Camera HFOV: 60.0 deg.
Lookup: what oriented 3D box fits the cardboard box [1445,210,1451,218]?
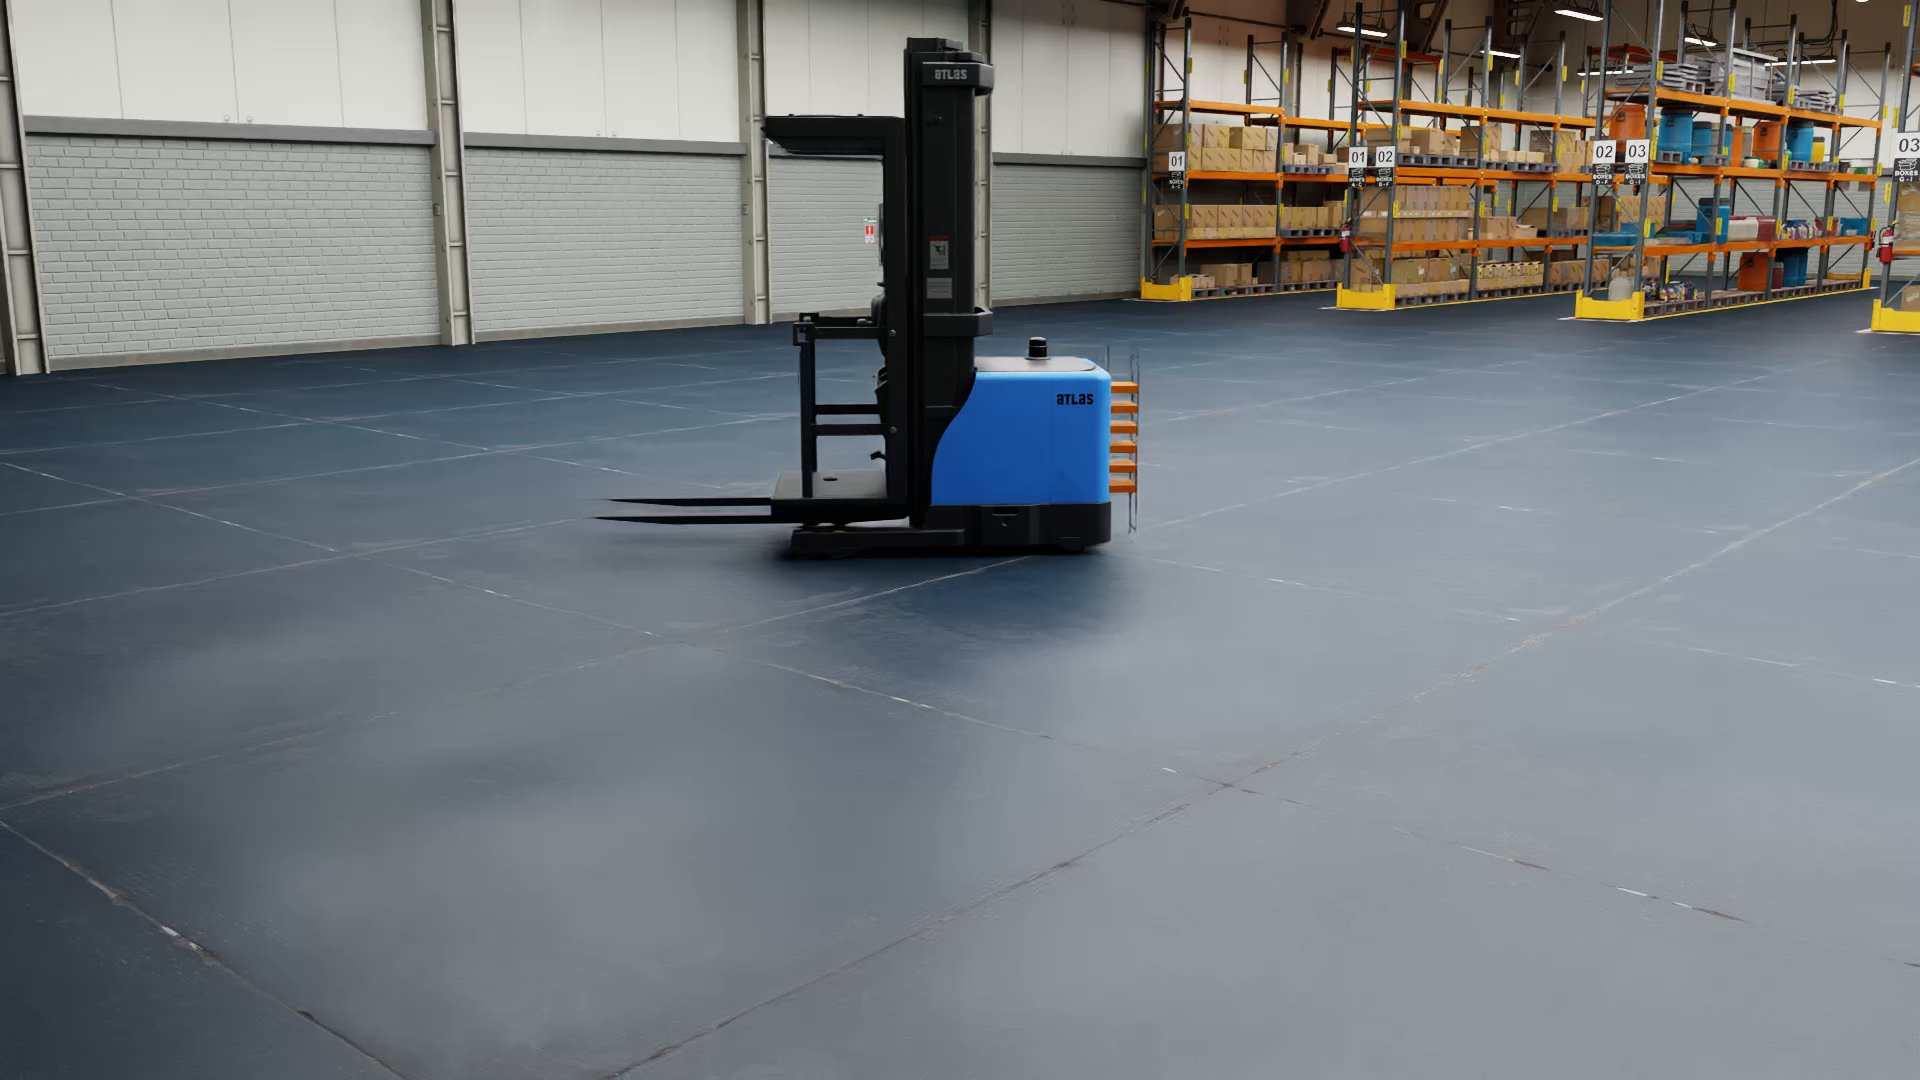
[{"bbox_3d":[10.221,-6.941,35.392,0.380,0.149,0.250,10,15,40],"label":"cardboard box"}]

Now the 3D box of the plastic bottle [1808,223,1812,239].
[{"bbox_3d":[19.550,-7.125,38.353,0.144,0.351,0.185,10,15,40],"label":"plastic bottle"}]

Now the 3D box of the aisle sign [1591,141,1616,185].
[{"bbox_3d":[11.719,-6.864,30.282,0.394,0.787,0.004,10,15,40],"label":"aisle sign"}]

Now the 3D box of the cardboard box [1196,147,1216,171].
[{"bbox_3d":[5.338,-8.463,36.962,0.500,0.500,0.500,-11,16,-44],"label":"cardboard box"}]

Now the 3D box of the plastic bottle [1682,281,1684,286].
[{"bbox_3d":[14.314,-4.953,32.992,0.144,0.351,0.185,10,15,40],"label":"plastic bottle"}]

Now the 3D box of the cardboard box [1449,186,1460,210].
[{"bbox_3d":[10.291,-7.335,35.712,0.700,0.500,0.500,10,15,40],"label":"cardboard box"}]

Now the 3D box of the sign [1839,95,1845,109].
[{"bbox_3d":[20.323,-10.095,38.312,0.100,0.325,0.005,10,15,40],"label":"sign"}]

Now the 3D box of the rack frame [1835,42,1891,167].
[{"bbox_3d":[22.552,-10.857,41.596,1.000,3.000,0.127,10,15,40],"label":"rack frame"}]

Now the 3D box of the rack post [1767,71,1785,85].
[{"bbox_3d":[17.712,-10.060,36.289,0.624,0.289,0.986,10,15,40],"label":"rack post"}]

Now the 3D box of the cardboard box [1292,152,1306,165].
[{"bbox_3d":[8.016,-9.225,40.235,0.500,0.311,0.500,10,15,42],"label":"cardboard box"}]

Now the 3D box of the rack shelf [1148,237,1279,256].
[{"bbox_3d":[5.868,-6.784,38.354,1.077,0.370,4.000,10,15,40],"label":"rack shelf"}]

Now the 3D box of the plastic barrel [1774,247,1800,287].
[{"bbox_3d":[19.072,-6.322,38.490,0.600,0.901,0.708,10,15,40],"label":"plastic barrel"}]

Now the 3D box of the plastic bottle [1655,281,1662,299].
[{"bbox_3d":[13.894,-4.983,33.141,0.144,0.351,0.185,10,15,40],"label":"plastic bottle"}]

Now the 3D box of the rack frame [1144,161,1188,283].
[{"bbox_3d":[4.548,-6.842,36.810,1.000,3.000,0.127,10,15,40],"label":"rack frame"}]

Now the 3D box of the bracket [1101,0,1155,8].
[{"bbox_3d":[2.641,-11.276,34.500,0.076,0.066,4.783,10,15,40],"label":"bracket"}]

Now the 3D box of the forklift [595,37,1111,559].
[{"bbox_3d":[-0.647,-1.432,9.897,3.031,2.935,1.130,-1,11,-3],"label":"forklift"}]

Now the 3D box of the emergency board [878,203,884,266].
[{"bbox_3d":[-1.260,-5.816,31.670,0.194,1.169,0.643,10,15,40],"label":"emergency board"}]

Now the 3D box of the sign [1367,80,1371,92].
[{"bbox_3d":[10.243,-11.389,41.672,0.100,0.325,0.005,10,15,40],"label":"sign"}]

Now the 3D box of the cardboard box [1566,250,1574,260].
[{"bbox_3d":[15.031,-7.139,41.639,0.500,0.250,0.500,10,15,40],"label":"cardboard box"}]

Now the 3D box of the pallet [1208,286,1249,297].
[{"bbox_3d":[5.967,-5.780,38.609,1.003,0.211,1.213,10,15,40],"label":"pallet"}]

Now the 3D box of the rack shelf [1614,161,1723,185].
[{"bbox_3d":[13.310,-6.974,31.647,1.077,0.370,4.000,10,15,40],"label":"rack shelf"}]

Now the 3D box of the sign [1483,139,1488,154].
[{"bbox_3d":[11.330,-8.483,35.842,0.100,0.325,0.005,10,15,40],"label":"sign"}]

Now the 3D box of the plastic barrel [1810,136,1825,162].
[{"bbox_3d":[19.461,-8.936,38.080,0.600,0.588,0.600,0,11,0],"label":"plastic barrel"}]

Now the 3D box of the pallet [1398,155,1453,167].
[{"bbox_3d":[9.563,-7.911,34.728,1.003,0.211,1.213,10,15,40],"label":"pallet"}]

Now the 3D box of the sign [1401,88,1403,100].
[{"bbox_3d":[12.069,-12.161,45.332,0.100,0.325,0.005,10,15,40],"label":"sign"}]

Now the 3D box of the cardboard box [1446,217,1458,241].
[{"bbox_3d":[10.281,-6.695,35.819,0.700,0.500,0.500,10,15,40],"label":"cardboard box"}]

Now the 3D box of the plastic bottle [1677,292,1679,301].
[{"bbox_3d":[13.914,-4.741,32.313,0.097,0.201,0.097,0,11,0],"label":"plastic bottle"}]

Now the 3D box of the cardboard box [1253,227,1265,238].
[{"bbox_3d":[6.769,-7.186,38.863,0.500,0.250,0.500,10,15,41],"label":"cardboard box"}]

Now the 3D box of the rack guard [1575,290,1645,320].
[{"bbox_3d":[12.005,-4.353,30.728,1.175,0.500,0.348,10,15,40],"label":"rack guard"}]

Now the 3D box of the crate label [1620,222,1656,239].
[{"bbox_3d":[13.002,-5.885,31.925,0.502,0.435,0.616,10,15,40],"label":"crate label"}]

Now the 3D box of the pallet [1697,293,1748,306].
[{"bbox_3d":[15.925,-5.083,35.123,1.003,0.211,1.213,10,15,40],"label":"pallet"}]

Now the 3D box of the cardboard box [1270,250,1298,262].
[{"bbox_3d":[7.950,-6.964,40.765,0.500,0.250,0.500,9,15,39],"label":"cardboard box"}]

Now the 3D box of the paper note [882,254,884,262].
[{"bbox_3d":[-1.429,-5.367,31.671,0.016,0.148,0.142,10,15,40],"label":"paper note"}]

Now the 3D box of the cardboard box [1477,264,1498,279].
[{"bbox_3d":[11.706,-6.025,37.235,0.500,0.311,0.500,10,15,40],"label":"cardboard box"}]

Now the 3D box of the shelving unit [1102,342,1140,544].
[{"bbox_3d":[0.967,-0.589,10.098,0.189,1.200,0.258,-1,11,-3],"label":"shelving unit"}]

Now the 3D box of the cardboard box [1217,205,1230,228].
[{"bbox_3d":[5.769,-7.324,37.641,0.500,0.500,0.500,9,14,39],"label":"cardboard box"}]

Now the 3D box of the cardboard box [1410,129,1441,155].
[{"bbox_3d":[9.573,-8.206,34.294,0.500,0.500,0.500,10,15,40],"label":"cardboard box"}]

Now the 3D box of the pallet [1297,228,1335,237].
[{"bbox_3d":[8.553,-7.629,41.237,1.003,0.211,1.213,10,15,40],"label":"pallet"}]

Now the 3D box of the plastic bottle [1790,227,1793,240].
[{"bbox_3d":[18.596,-6.867,37.233,0.061,0.283,0.133,10,15,40],"label":"plastic bottle"}]

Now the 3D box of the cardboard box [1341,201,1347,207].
[{"bbox_3d":[9.624,-8.548,42.313,0.380,0.149,0.250,7,14,33],"label":"cardboard box"}]

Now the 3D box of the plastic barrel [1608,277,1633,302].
[{"bbox_3d":[12.367,-4.654,31.134,0.421,0.512,0.421,0,11,0],"label":"plastic barrel"}]

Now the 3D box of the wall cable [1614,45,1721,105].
[{"bbox_3d":[21.144,-13.528,50.002,3.097,2.526,0.112,10,15,40],"label":"wall cable"}]

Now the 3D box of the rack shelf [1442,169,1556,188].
[{"bbox_3d":[12.232,-8.203,37.803,1.077,0.370,4.000,10,15,40],"label":"rack shelf"}]

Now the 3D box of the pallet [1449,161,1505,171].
[{"bbox_3d":[11.485,-8.299,36.936,0.805,0.209,1.217,9,14,38],"label":"pallet"}]

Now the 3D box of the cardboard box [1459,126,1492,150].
[{"bbox_3d":[11.349,-8.848,36.588,0.500,0.500,0.500,10,15,41],"label":"cardboard box"}]

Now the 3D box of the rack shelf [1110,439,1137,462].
[{"bbox_3d":[0.967,-0.546,10.107,0.180,0.103,0.258,-1,11,-3],"label":"rack shelf"}]

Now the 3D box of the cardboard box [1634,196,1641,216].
[{"bbox_3d":[17.395,-8.692,43.262,0.500,0.500,0.500,9,15,39],"label":"cardboard box"}]

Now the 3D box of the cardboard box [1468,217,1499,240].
[{"bbox_3d":[11.779,-7.028,37.486,0.500,0.500,0.500,-11,16,-43],"label":"cardboard box"}]

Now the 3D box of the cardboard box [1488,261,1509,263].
[{"bbox_3d":[12.646,-6.394,39.084,0.500,0.311,0.500,9,15,39],"label":"cardboard box"}]

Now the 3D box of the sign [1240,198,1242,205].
[{"bbox_3d":[6.769,-8.070,40.000,0.100,0.325,0.005,10,15,40],"label":"sign"}]

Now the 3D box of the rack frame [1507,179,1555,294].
[{"bbox_3d":[13.553,-7.379,39.499,1.000,3.000,0.127,10,15,40],"label":"rack frame"}]

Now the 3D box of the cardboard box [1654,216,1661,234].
[{"bbox_3d":[18.402,-8.428,44.492,0.500,0.500,0.500,10,15,41],"label":"cardboard box"}]

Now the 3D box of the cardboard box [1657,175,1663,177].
[{"bbox_3d":[18.354,-9.772,44.203,0.500,0.250,0.500,10,15,40],"label":"cardboard box"}]

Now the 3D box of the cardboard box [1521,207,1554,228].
[{"bbox_3d":[13.884,-7.742,39.985,0.700,0.500,0.500,4,12,21],"label":"cardboard box"}]

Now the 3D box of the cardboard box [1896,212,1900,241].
[{"bbox_3d":[16.334,-5.282,27.985,0.875,0.500,0.500,10,15,40],"label":"cardboard box"}]
